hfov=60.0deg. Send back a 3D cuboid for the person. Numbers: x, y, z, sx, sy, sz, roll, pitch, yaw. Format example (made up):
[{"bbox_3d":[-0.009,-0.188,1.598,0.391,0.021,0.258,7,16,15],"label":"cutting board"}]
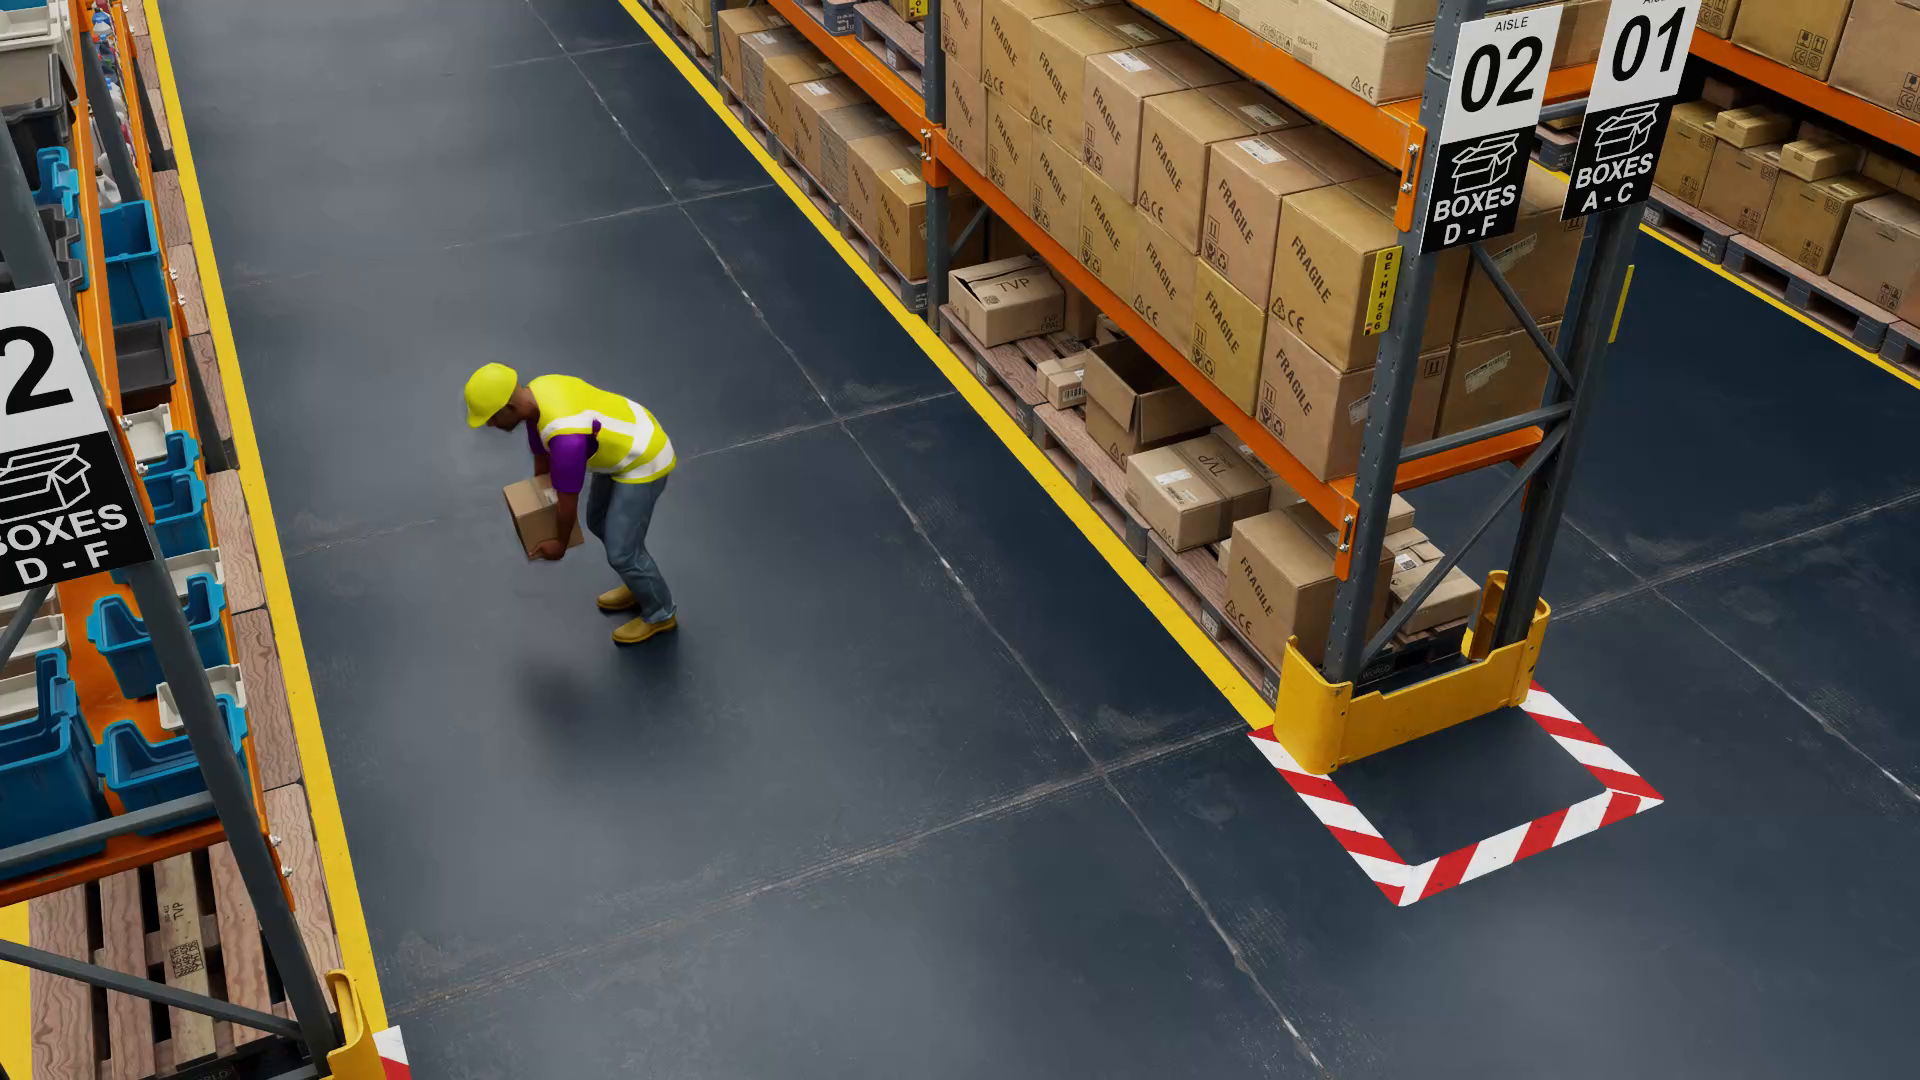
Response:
[{"bbox_3d":[-1.562,-0.321,7.266,0.571,1.759,0.505,-16,40,-21],"label":"person"}]
